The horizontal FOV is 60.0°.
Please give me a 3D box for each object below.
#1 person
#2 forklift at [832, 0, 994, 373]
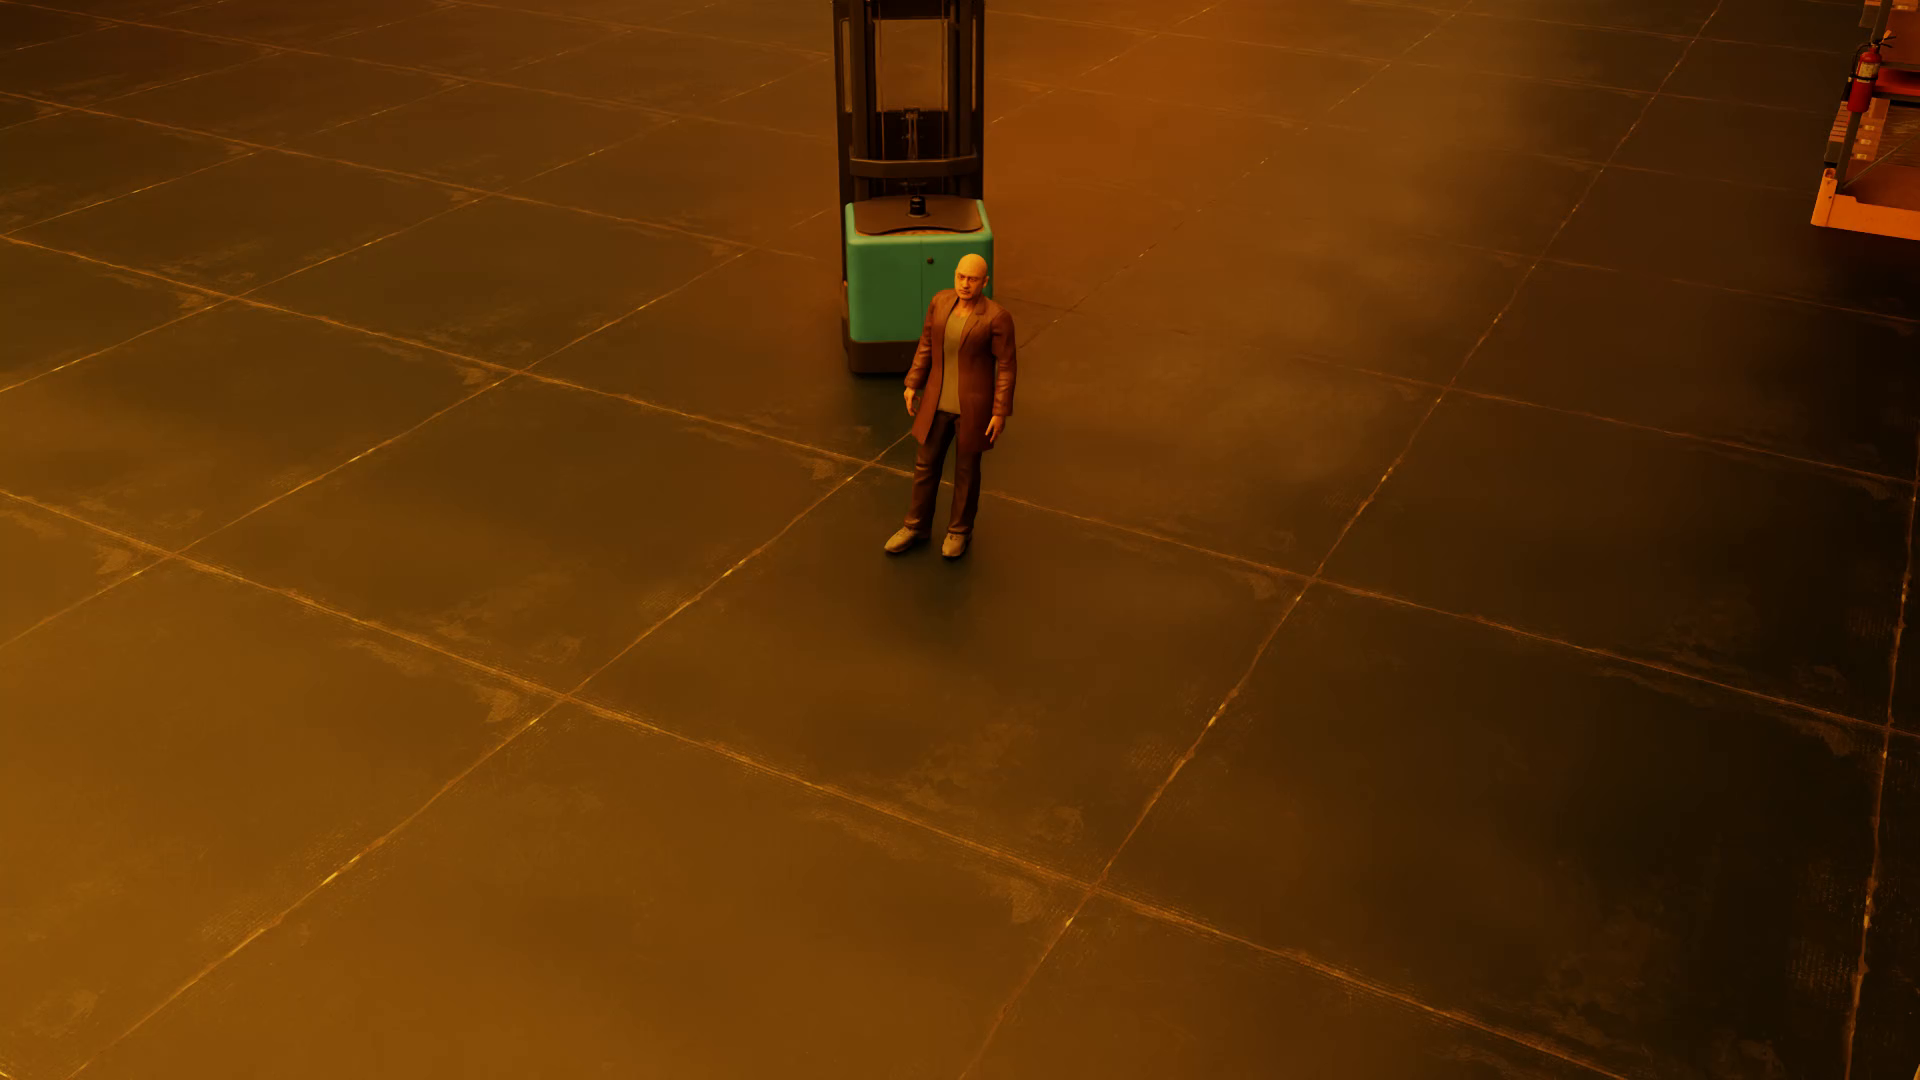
[{"bbox_3d":[-0.048,-0.737,9.487,0.698,1.777,0.579,15,33,25],"label":"person"},{"bbox_3d":[-0.390,-3.173,12.569,1.130,2.935,3.031,-2,30,-4],"label":"forklift"}]
